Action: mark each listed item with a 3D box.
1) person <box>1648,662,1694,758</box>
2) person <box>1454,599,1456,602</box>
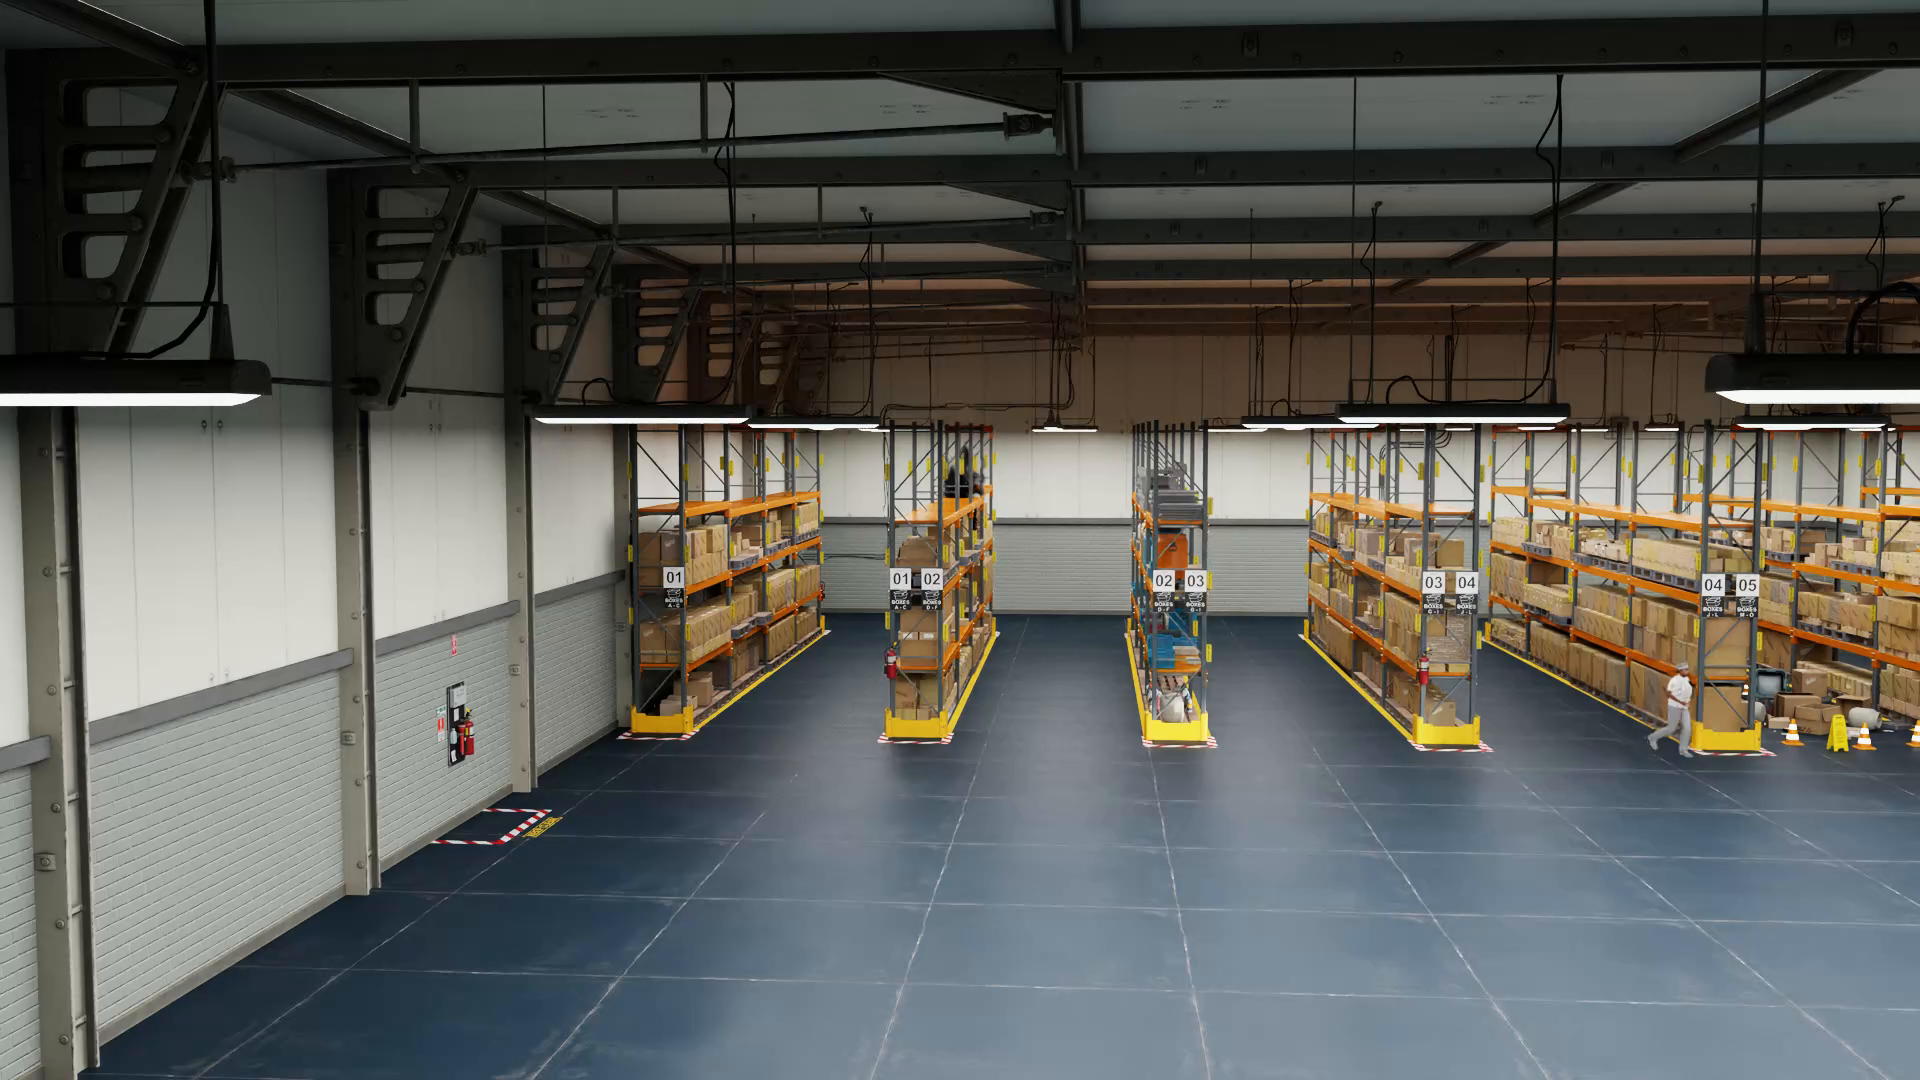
[{"bbox_3d":[12.849,3.004,29.822,0.643,1.688,0.821,-3,4,-35],"label":"person"},{"bbox_3d":[14.017,1.960,46.843,0.562,1.585,0.595,-3,5,-38],"label":"person"}]
